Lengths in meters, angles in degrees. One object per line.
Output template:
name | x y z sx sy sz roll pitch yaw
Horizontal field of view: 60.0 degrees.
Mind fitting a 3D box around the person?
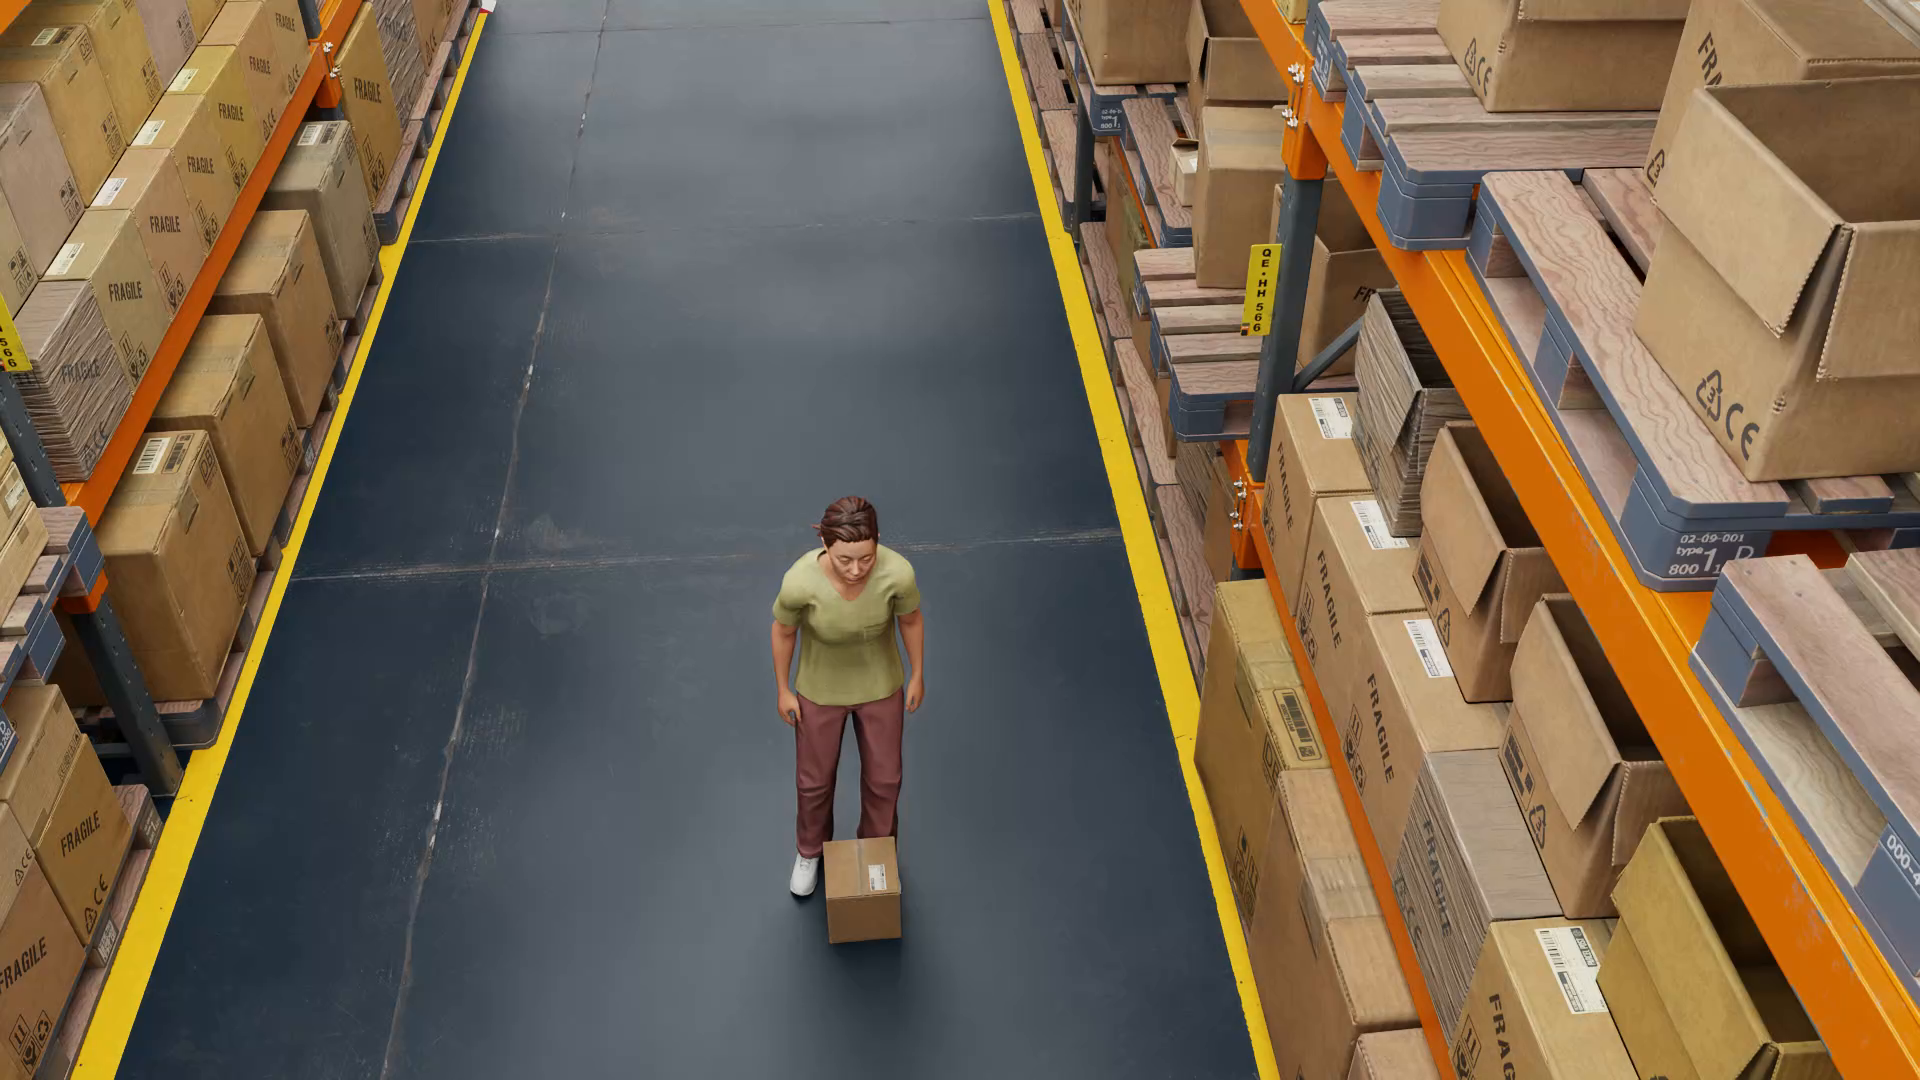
person | -0.362 0.527 5.512 0.519 1.671 0.417 -5 40 -7
